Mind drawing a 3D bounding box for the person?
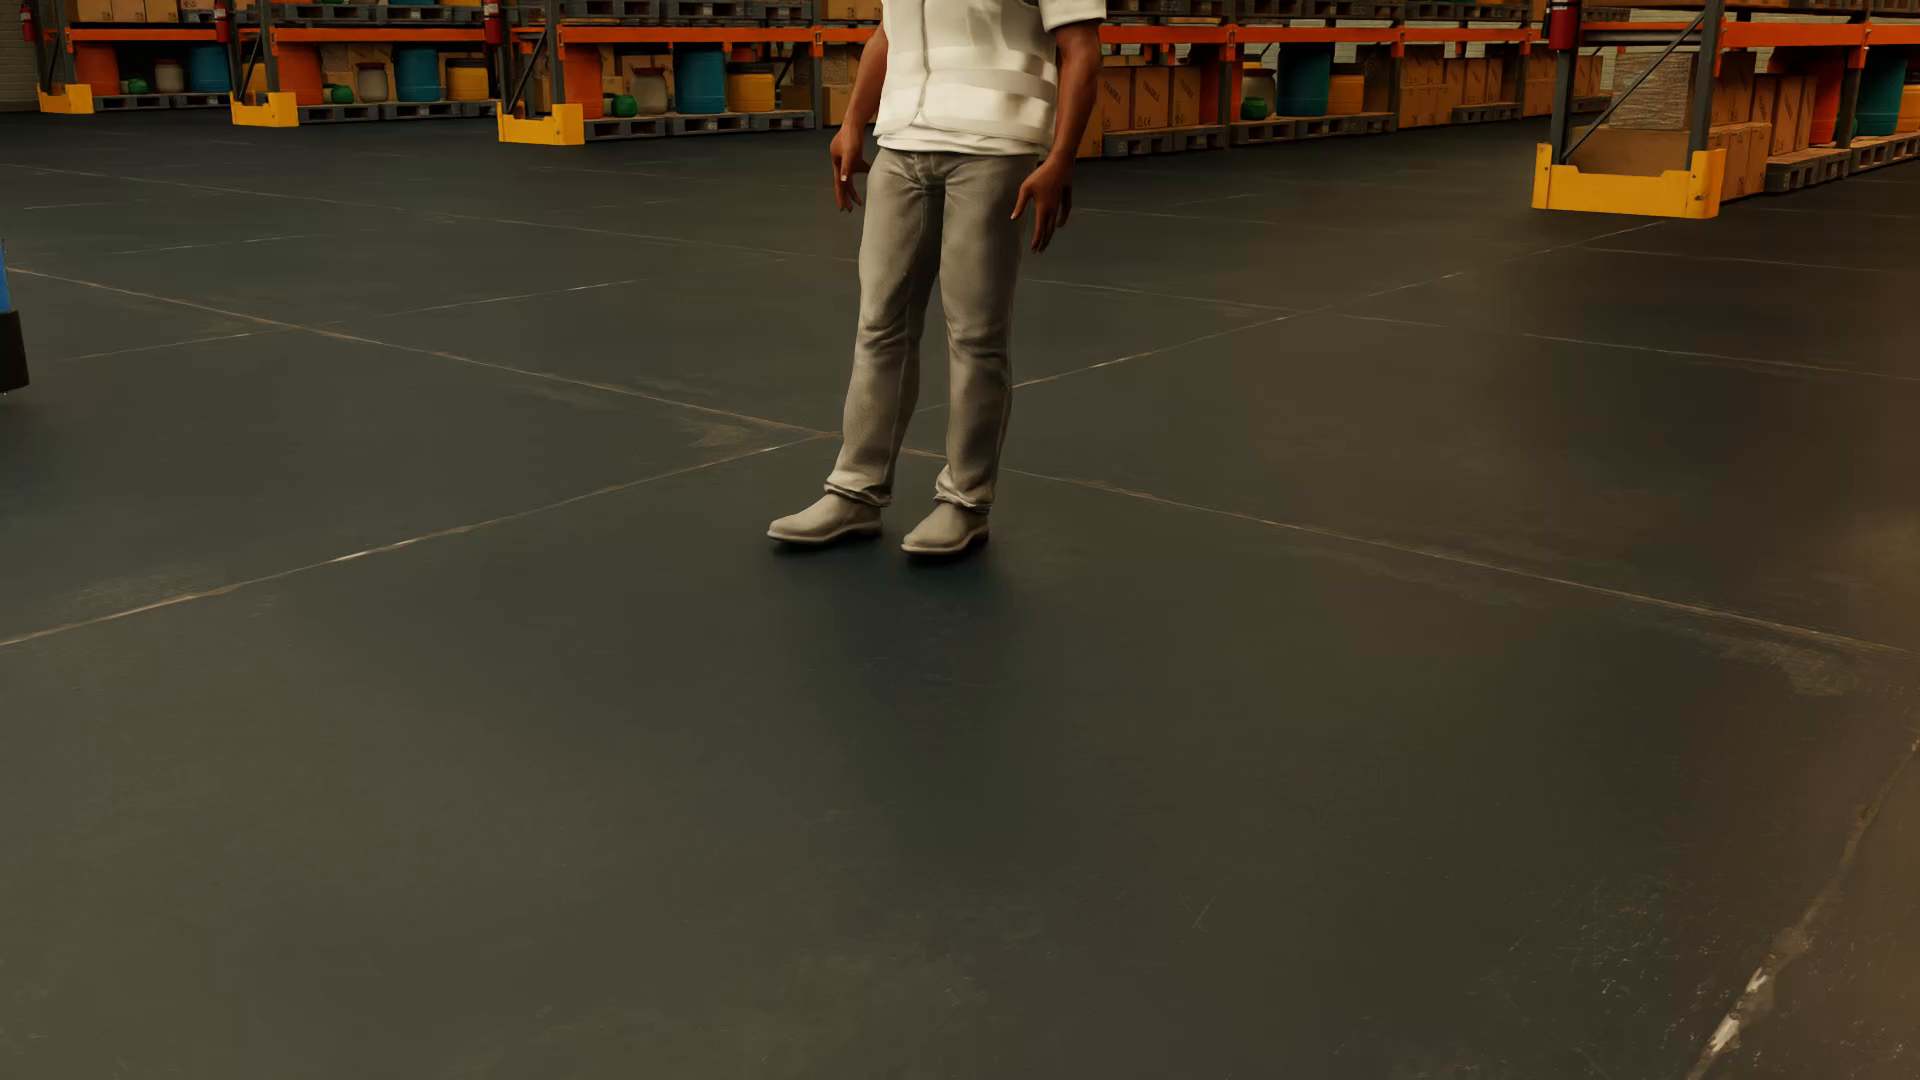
[{"bbox_3d":[-0.049,-0.838,3.636,0.665,1.765,0.577,13,21,37],"label":"person"}]

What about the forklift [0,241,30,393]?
[{"bbox_3d":[-4.559,-1.824,4.906,3.031,2.935,1.130,5,18,16],"label":"forklift"}]
